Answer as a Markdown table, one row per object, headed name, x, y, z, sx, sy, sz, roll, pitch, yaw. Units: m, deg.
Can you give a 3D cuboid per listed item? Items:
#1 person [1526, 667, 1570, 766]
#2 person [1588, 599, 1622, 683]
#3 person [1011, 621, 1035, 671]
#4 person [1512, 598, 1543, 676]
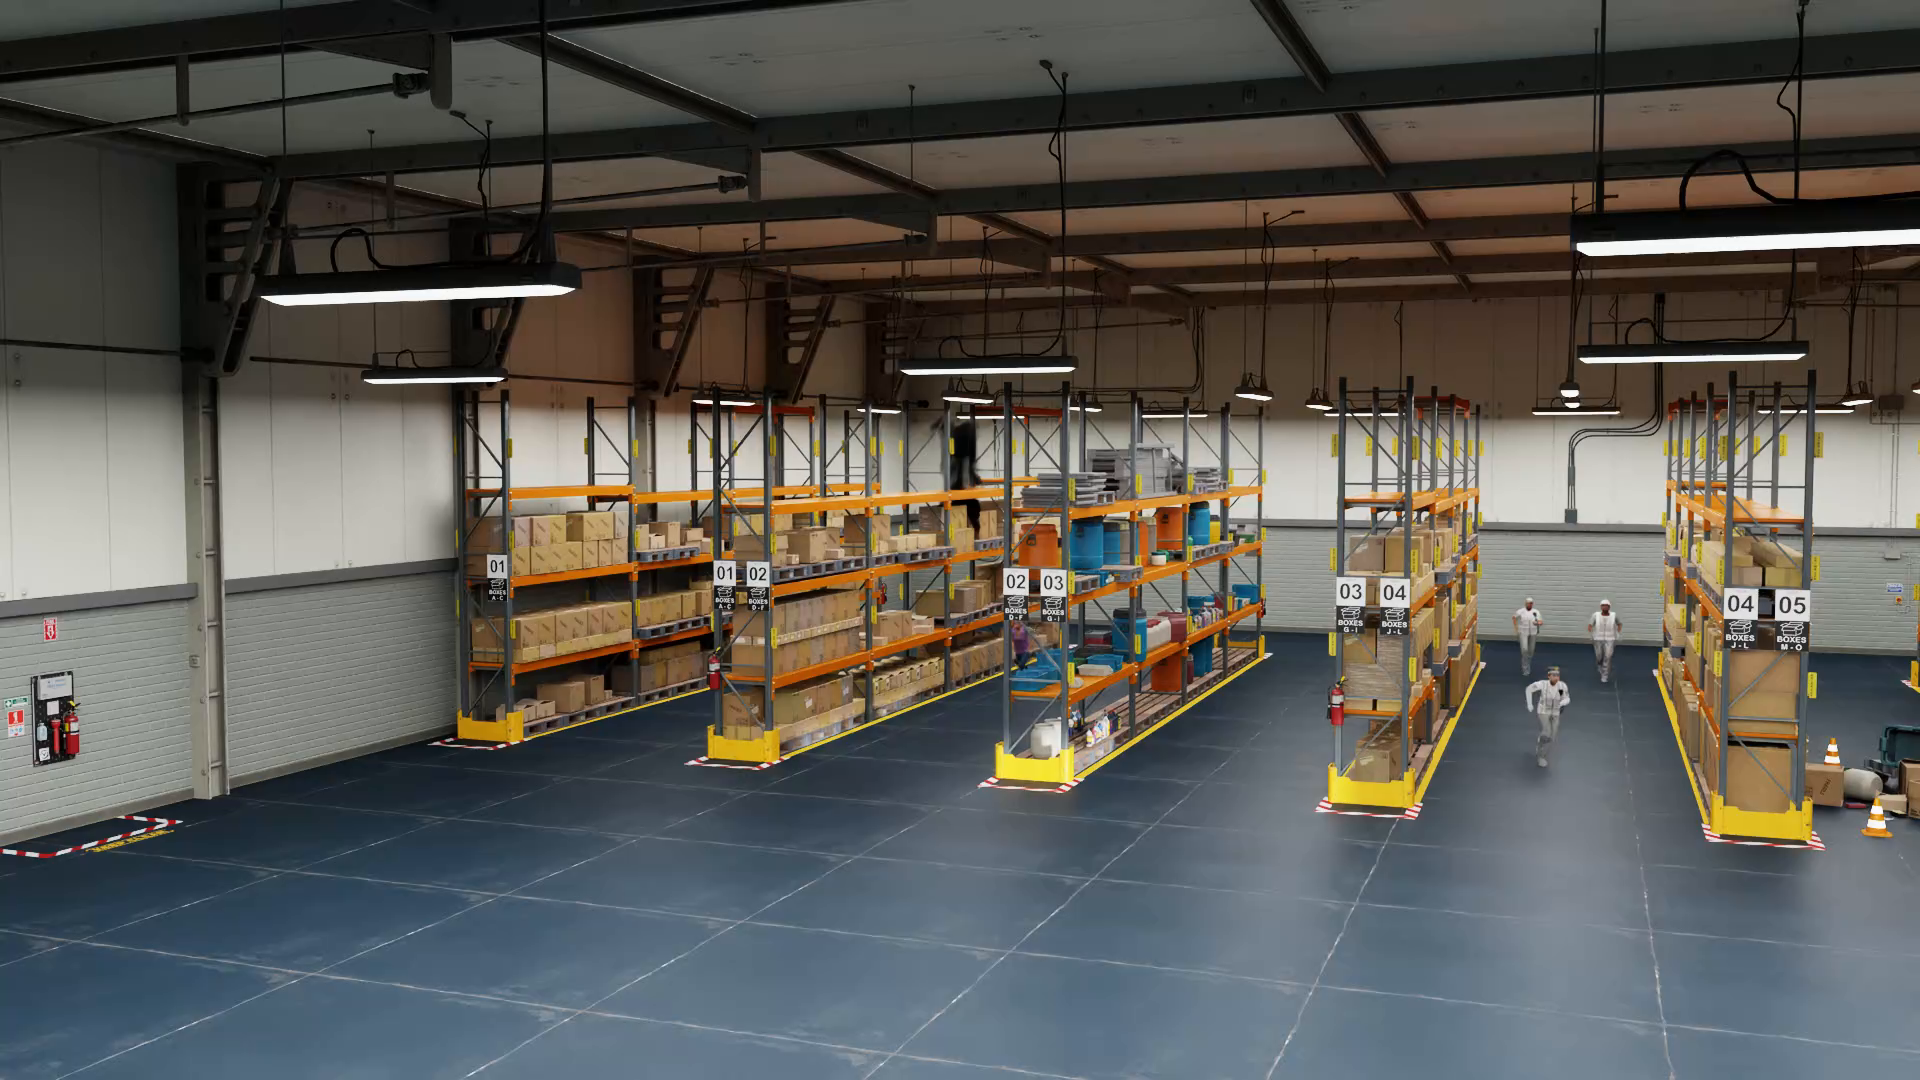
| name | x | y | z | sx | sy | sz | roll | pitch | yaw |
| --- | --- | --- | --- | --- | --- | --- | --- | --- | --- |
| person | 9.249 | 2.763 | 26.093 | 0.601 | 1.611 | 0.693 | 0 | 3 | -2 |
| person | 13.873 | 2.159 | 35.778 | 0.687 | 1.767 | 0.847 | 1 | 3 | 23 |
| person | 1.315 | 2.356 | 34.568 | 0.571 | 1.547 | 0.915 | 1 | 3 | 17 |
| person | 12.609 | 2.125 | 36.882 | 0.602 | 1.699 | 0.783 | 0 | 3 | 4 |
